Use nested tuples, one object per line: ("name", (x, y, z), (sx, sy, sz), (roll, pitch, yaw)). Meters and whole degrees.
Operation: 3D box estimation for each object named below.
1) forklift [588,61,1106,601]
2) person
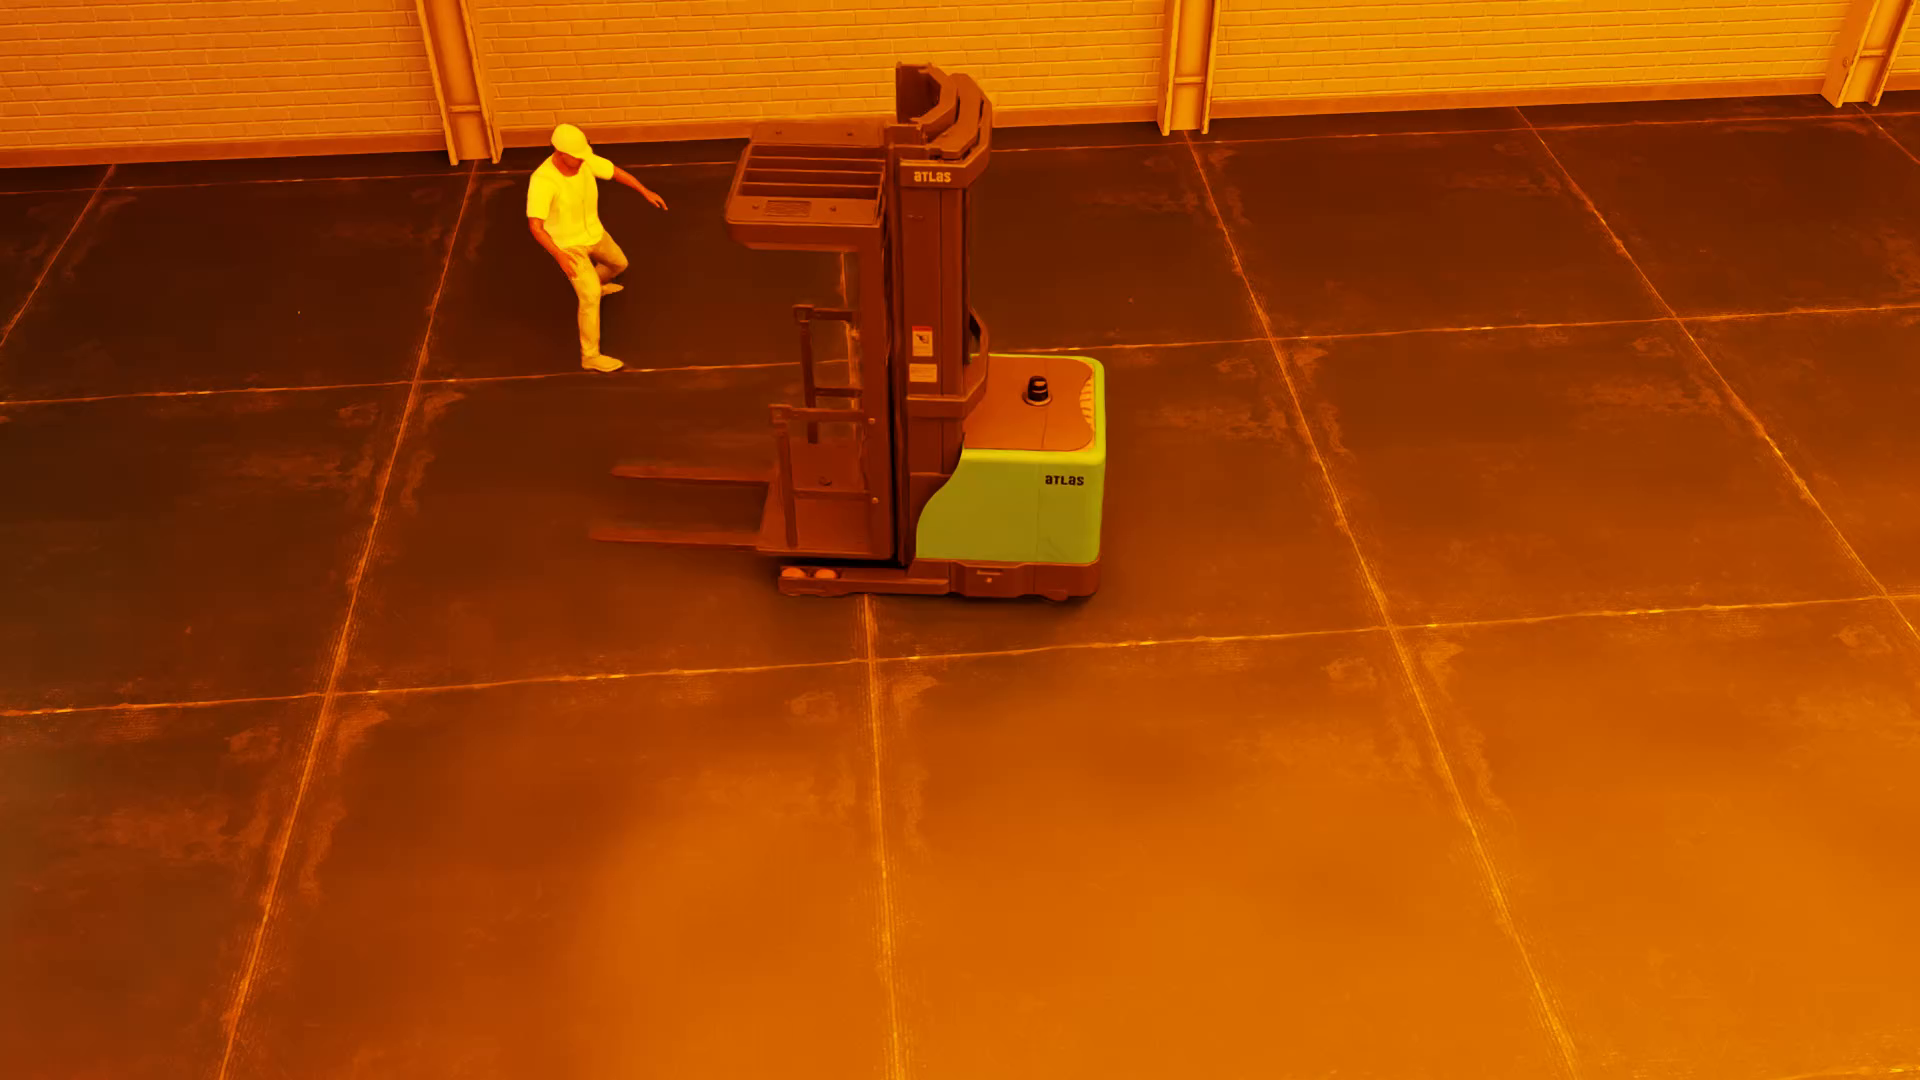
("forklift", (-0.677, -1.120, 9.248), (3.031, 2.935, 1.130), (2, 41, 2))
("person", (-2.527, -2.117, 11.480), (0.929, 1.614, 1.028), (22, 45, 23))
